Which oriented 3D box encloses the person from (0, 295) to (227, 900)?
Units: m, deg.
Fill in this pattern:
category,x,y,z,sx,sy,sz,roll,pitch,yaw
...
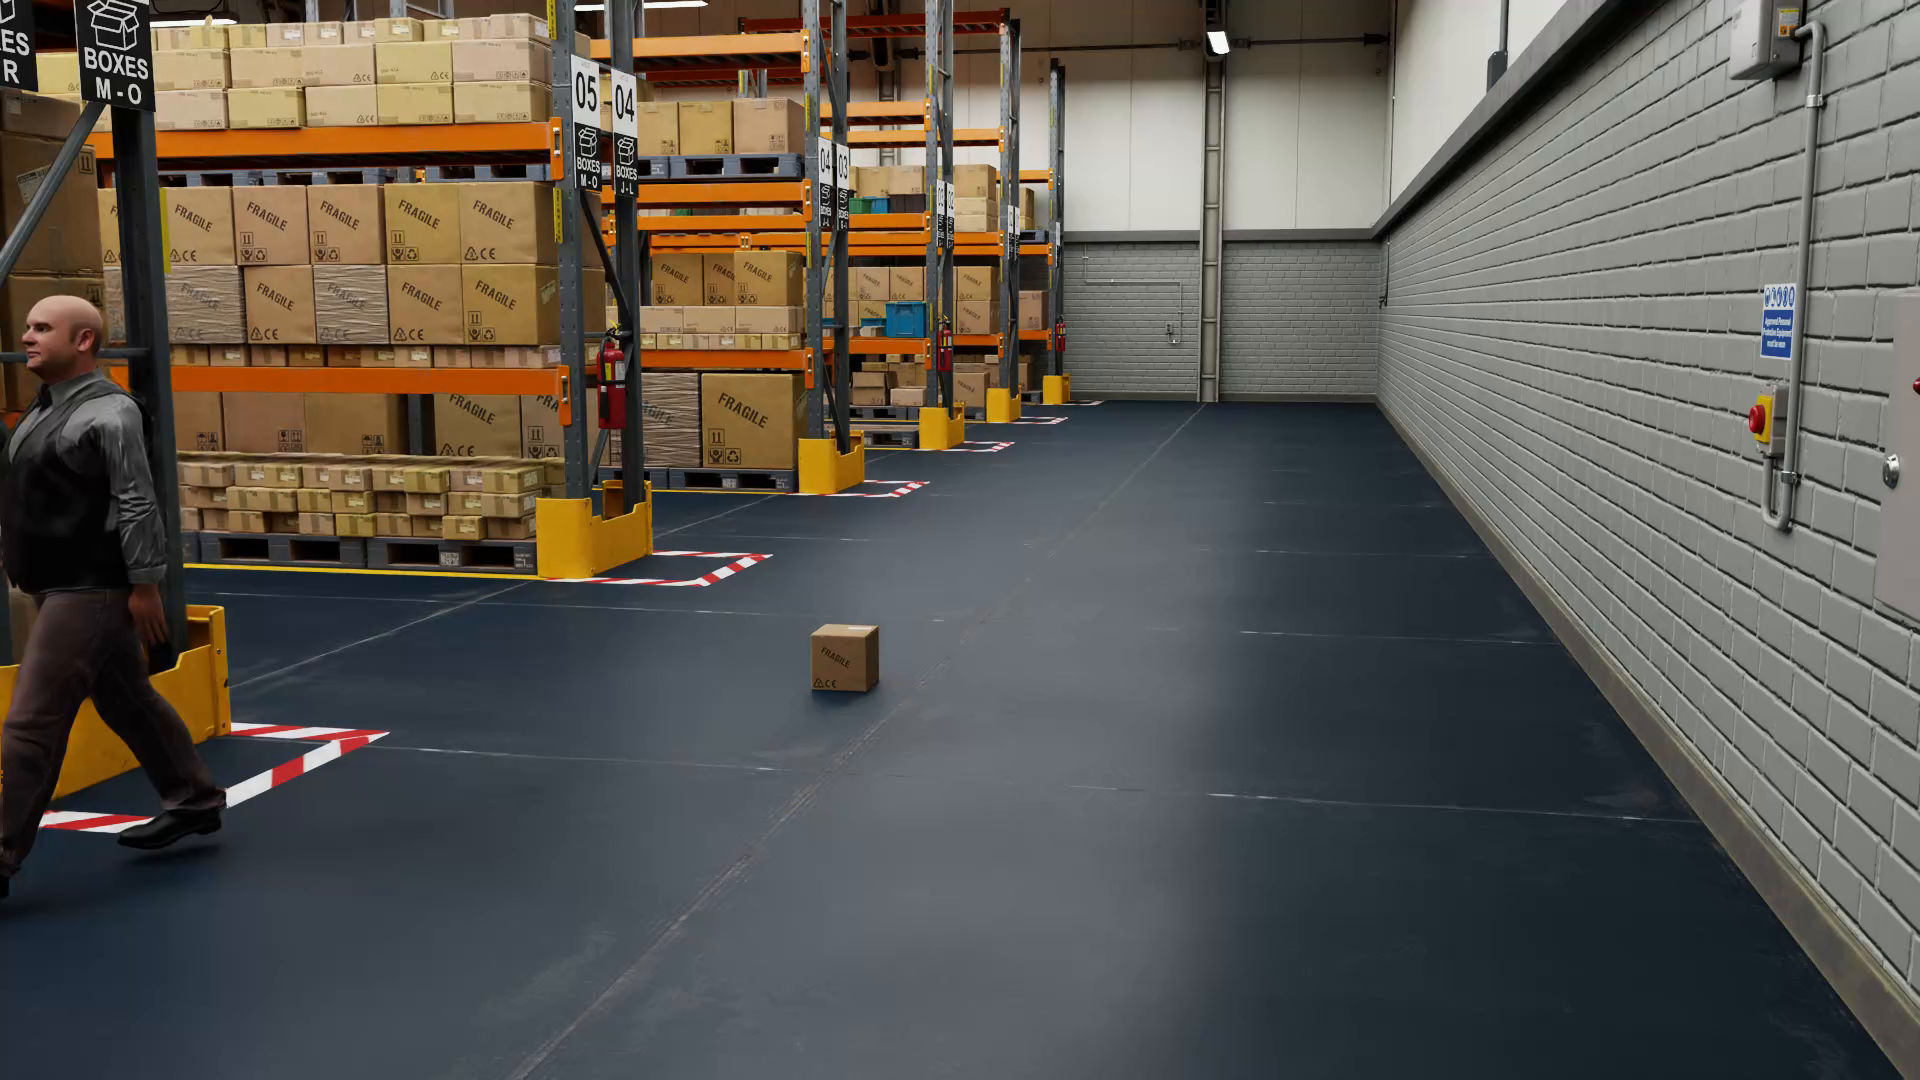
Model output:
category,x,y,z,sx,sy,sz,roll,pitch,yaw
person,-2.627,0.141,4.772,0.553,1.671,0.968,7,11,43
